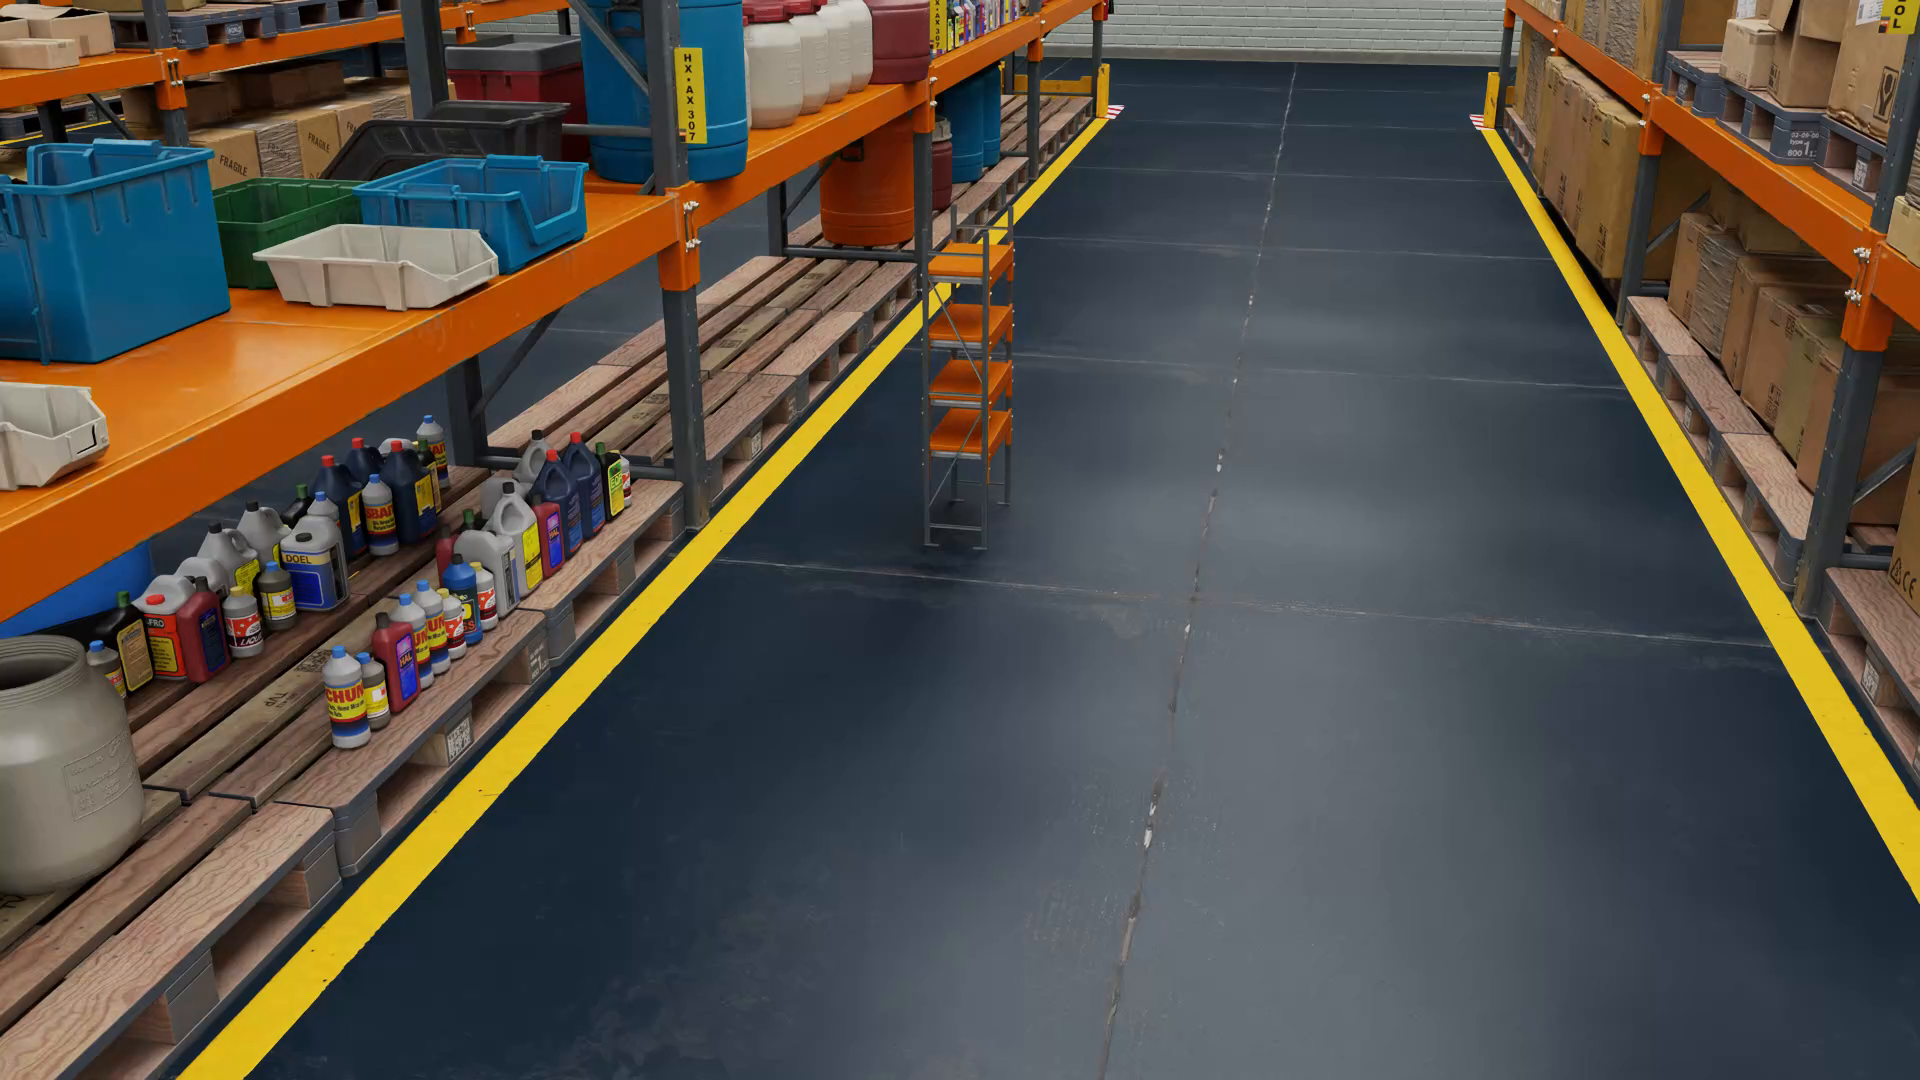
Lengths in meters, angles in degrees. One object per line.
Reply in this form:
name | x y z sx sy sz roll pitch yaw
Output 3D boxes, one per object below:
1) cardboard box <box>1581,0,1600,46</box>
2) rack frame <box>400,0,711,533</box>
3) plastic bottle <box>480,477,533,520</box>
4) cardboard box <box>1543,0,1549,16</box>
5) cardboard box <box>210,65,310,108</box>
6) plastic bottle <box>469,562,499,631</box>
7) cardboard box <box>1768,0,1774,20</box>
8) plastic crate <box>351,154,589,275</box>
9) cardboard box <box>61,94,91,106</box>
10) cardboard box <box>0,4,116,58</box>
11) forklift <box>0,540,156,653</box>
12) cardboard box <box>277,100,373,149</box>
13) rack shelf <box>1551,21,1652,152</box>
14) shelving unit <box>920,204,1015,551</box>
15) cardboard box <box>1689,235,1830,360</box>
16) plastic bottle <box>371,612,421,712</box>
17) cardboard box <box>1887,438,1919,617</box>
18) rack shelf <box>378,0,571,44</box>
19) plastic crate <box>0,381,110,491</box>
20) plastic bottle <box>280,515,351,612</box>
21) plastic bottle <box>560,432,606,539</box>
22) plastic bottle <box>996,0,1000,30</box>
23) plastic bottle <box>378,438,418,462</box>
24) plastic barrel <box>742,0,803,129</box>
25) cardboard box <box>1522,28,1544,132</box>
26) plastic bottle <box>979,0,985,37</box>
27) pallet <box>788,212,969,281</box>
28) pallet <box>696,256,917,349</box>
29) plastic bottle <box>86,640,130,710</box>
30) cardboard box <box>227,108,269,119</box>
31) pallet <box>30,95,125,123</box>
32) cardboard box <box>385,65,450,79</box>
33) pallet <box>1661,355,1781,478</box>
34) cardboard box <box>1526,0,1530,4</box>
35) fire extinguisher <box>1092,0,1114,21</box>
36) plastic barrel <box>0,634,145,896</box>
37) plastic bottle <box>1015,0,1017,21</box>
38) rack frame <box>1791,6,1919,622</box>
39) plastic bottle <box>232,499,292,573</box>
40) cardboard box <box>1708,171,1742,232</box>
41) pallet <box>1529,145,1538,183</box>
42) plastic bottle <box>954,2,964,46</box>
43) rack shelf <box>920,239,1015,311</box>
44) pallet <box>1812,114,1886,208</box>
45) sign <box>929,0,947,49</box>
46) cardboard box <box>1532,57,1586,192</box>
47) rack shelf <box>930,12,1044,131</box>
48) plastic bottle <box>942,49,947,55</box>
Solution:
cardboard box | 4.456 -3.556 11.035 0.500 0.500 0.500 4 22 10
rack frame | -1.482 -1.478 6.008 1.000 3.000 0.127 4 22 11
plastic bottle | -1.521 -0.093 5.626 0.152 0.276 0.135 4 22 11
cardboard box | 4.845 -4.234 13.188 0.380 0.149 0.250 4 22 10
cardboard box | -5.341 -3.468 12.702 0.500 0.250 0.500 4 22 10
plastic bottle | -1.471 0.166 5.083 0.097 0.201 0.097 0 22 0
cardboard box | 4.096 -2.392 7.582 0.700 0.500 0.500 8 23 19
plastic crate | -1.442 -0.984 4.980 0.499 0.251 0.616 4 22 11
cardboard box | -9.190 -4.643 16.652 0.700 0.500 0.500 4 22 10
cardboard box | -5.631 -3.149 10.276 0.500 0.311 0.500 6 23 14
forklift | -3.873 -1.156 5.299 3.031 2.935 1.130 20 29 40
cardboard box | -4.832 -3.075 12.731 0.500 0.500 0.500 4 22 9
rack shelf | 4.591 -2.961 10.654 1.077 0.370 4.000 4 22 11
shelving unit | 0.034 -0.617 6.280 0.258 1.200 0.503 4 22 11
cardboard box | 3.965 -1.157 7.969 0.700 0.500 0.500 3 22 6
plastic bottle | -1.559 0.320 4.591 0.061 0.283 0.133 5 22 12
cardboard box | 3.246 0.008 5.104 0.500 0.500 0.500 4 22 9
rack shelf | -4.290 -5.180 16.164 1.077 0.370 4.000 4 22 11
plastic crate | -1.801 -0.196 3.177 0.298 0.136 0.250 4 22 11
plastic bottle | -2.028 0.072 5.218 0.152 0.276 0.135 4 22 11
plastic bottle | -1.332 -0.196 5.781 0.144 0.351 0.185 4 22 9
plastic bottle | 0.209 -3.859 12.087 0.152 0.276 0.135 4 22 11
plastic bottle | -2.016 -0.215 5.930 0.152 0.276 0.135 5 23 13
plastic barrel | -0.923 -2.143 7.476 0.433 0.535 0.433 0 22 0
cardboard box | 5.577 -4.125 14.863 0.875 0.875 0.875 4 22 11
plastic bottle | 0.131 -3.641 11.534 0.061 0.283 0.133 4 22 11
pallet | -0.546 -1.939 10.885 1.003 0.211 1.213 4 22 11
pallet | -0.862 -1.367 9.465 1.003 0.211 1.213 4 22 11
plastic bottle | -2.353 0.374 4.567 0.097 0.201 0.097 0 22 0
cardboard box | -5.447 -2.914 12.330 0.500 0.500 0.500 4 22 9
pallet | -9.070 -4.585 17.456 1.003 0.211 1.213 4 22 11
cardboard box | -4.860 -4.057 15.170 0.500 0.500 0.500 4 22 11
pallet | 3.771 -0.539 7.410 1.003 0.211 1.213 4 22 11
cardboard box | 5.107 -4.705 14.358 0.380 0.149 0.250 4 22 10
fire extinguisher | 1.442 -5.678 17.040 0.296 0.674 0.183 4 22 11
plastic barrel | -2.137 0.514 3.829 0.421 0.512 0.421 0 22 0
plastic bottle | 0.389 -4.098 12.780 0.097 0.201 0.097 0 22 0
rack frame | 3.366 -1.100 5.071 1.000 3.000 0.127 4 22 11
plastic bottle | -2.178 0.035 5.209 0.144 0.351 0.185 4 22 10
cardboard box | 4.075 -1.708 8.334 0.500 0.250 0.500 5 23 13
pallet | 5.231 -3.005 13.532 1.003 0.211 1.213 4 22 11
plastic bottle | -0.022 -3.393 10.936 0.097 0.271 0.097 0 22 0
rack shelf | 0.034 -0.982 6.133 0.258 0.148 0.480 4 22 11
pallet | 3.665 -1.280 5.773 1.003 0.211 1.213 4 22 11
sign | -0.126 -2.977 9.512 0.100 0.325 0.005 4 22 11
cardboard box | 4.888 -3.000 12.069 1.225 0.875 0.875 5 22 11
rack shelf | -0.258 -3.339 11.591 1.077 0.370 4.000 4 22 11
plastic bottle | -0.167 -3.186 10.416 0.152 0.276 0.135 4 22 11
